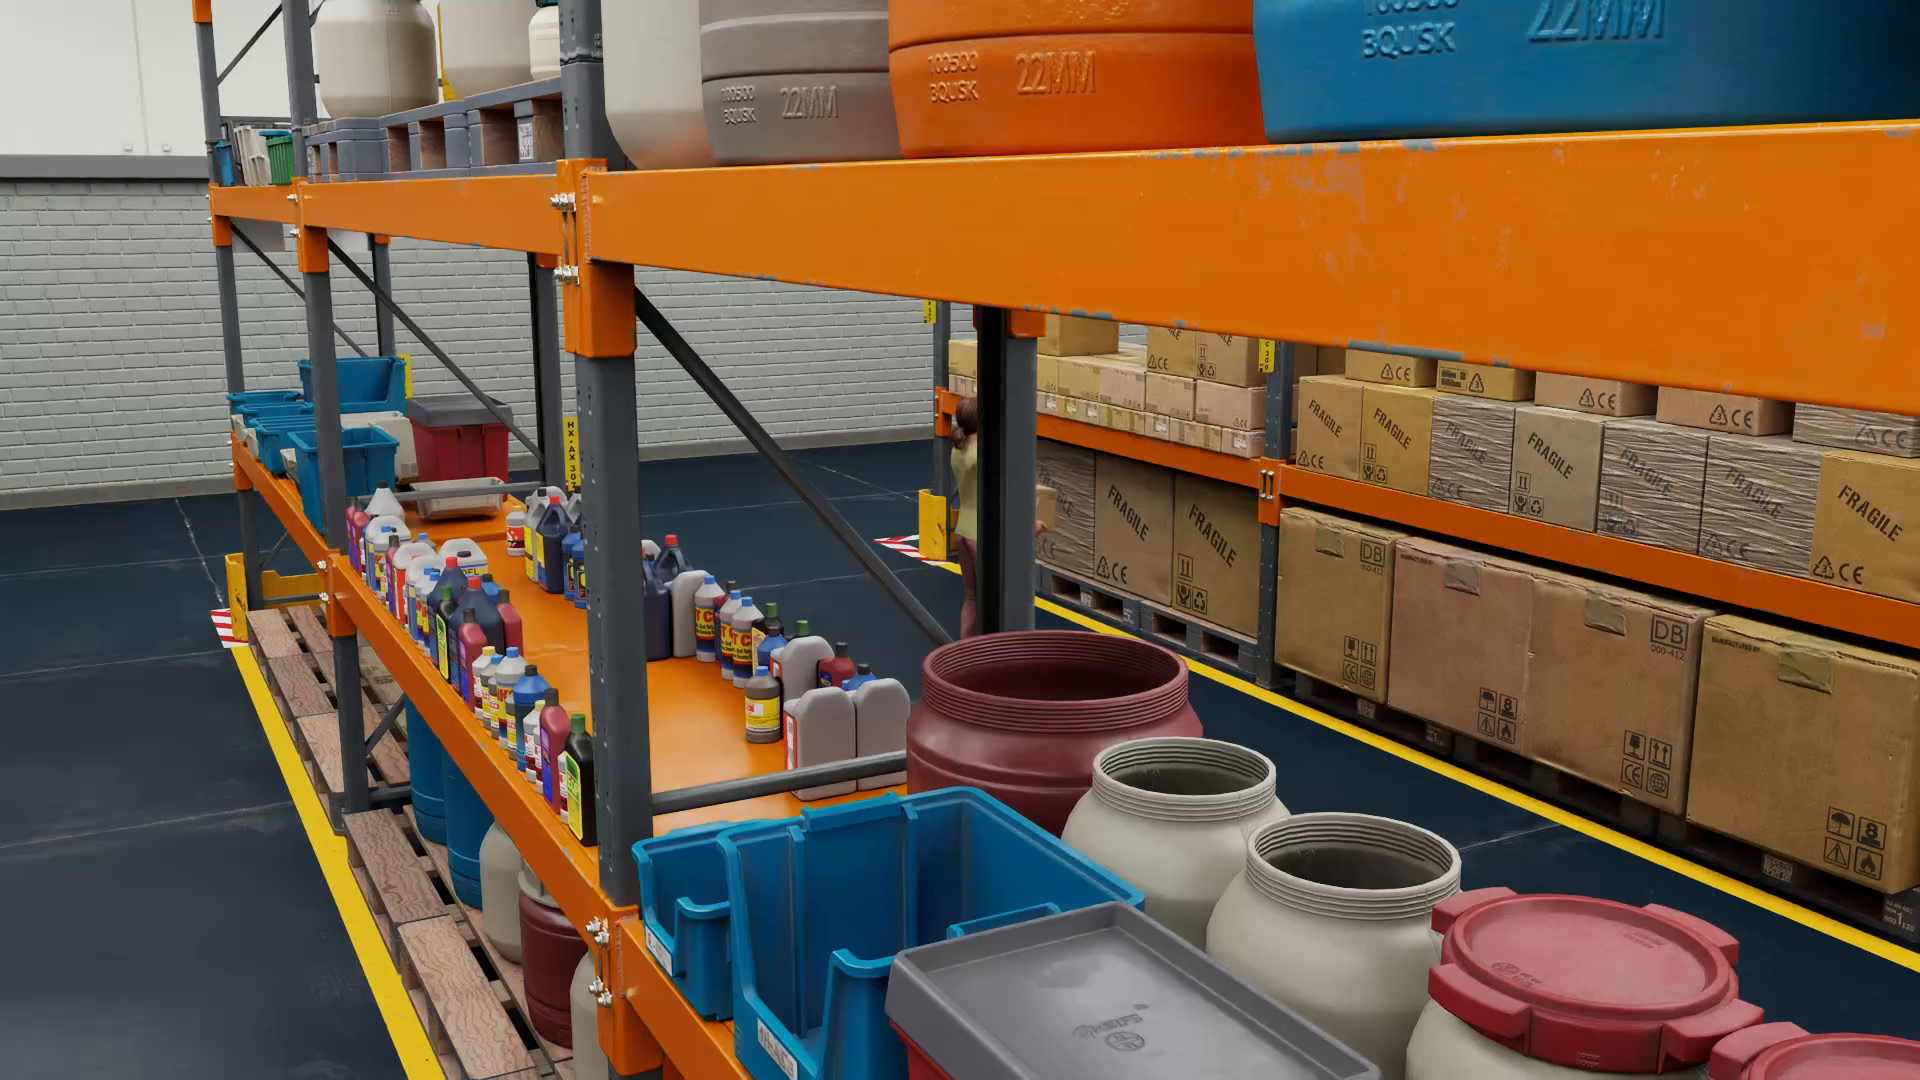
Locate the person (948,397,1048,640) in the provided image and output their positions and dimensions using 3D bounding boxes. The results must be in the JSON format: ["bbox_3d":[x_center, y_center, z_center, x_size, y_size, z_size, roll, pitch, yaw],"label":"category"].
[{"bbox_3d":[0.191,0.013,9.426,0.549,1.665,0.426,-6,13,-27],"label":"person"}]
